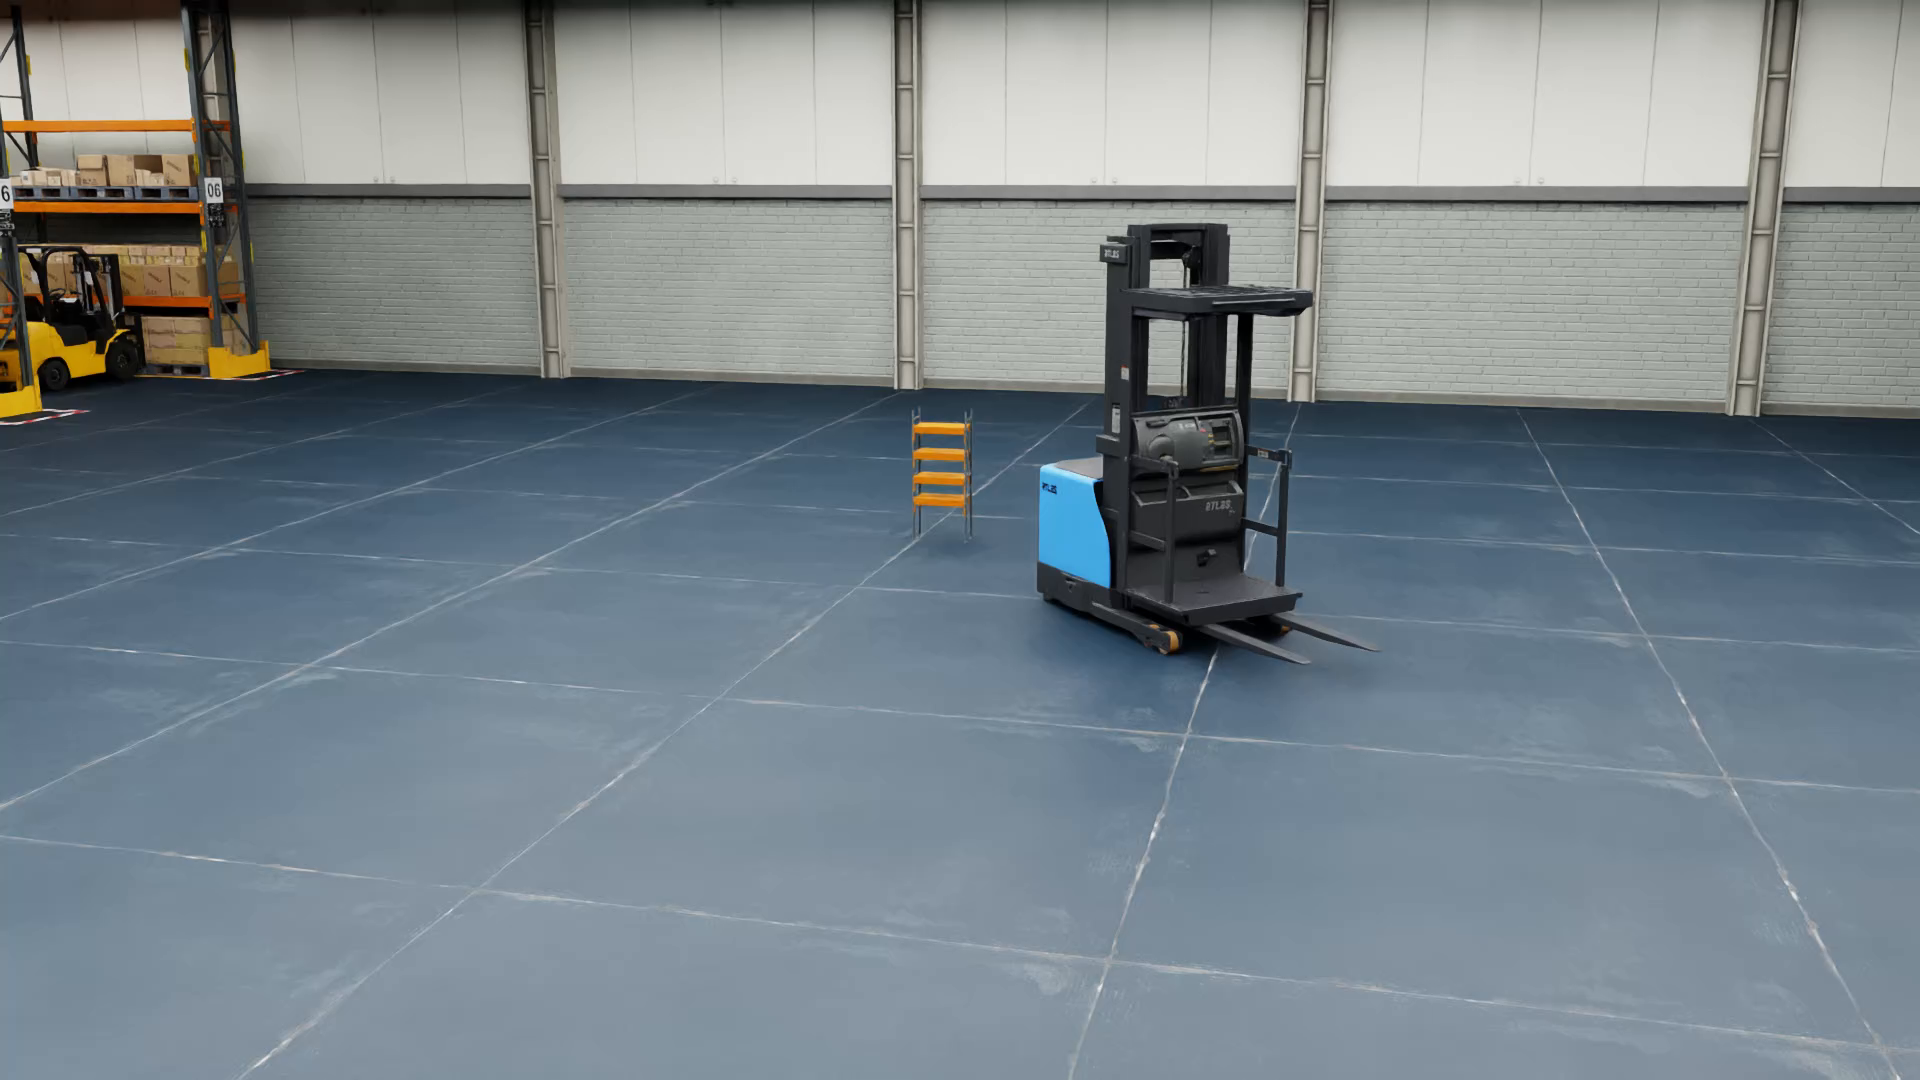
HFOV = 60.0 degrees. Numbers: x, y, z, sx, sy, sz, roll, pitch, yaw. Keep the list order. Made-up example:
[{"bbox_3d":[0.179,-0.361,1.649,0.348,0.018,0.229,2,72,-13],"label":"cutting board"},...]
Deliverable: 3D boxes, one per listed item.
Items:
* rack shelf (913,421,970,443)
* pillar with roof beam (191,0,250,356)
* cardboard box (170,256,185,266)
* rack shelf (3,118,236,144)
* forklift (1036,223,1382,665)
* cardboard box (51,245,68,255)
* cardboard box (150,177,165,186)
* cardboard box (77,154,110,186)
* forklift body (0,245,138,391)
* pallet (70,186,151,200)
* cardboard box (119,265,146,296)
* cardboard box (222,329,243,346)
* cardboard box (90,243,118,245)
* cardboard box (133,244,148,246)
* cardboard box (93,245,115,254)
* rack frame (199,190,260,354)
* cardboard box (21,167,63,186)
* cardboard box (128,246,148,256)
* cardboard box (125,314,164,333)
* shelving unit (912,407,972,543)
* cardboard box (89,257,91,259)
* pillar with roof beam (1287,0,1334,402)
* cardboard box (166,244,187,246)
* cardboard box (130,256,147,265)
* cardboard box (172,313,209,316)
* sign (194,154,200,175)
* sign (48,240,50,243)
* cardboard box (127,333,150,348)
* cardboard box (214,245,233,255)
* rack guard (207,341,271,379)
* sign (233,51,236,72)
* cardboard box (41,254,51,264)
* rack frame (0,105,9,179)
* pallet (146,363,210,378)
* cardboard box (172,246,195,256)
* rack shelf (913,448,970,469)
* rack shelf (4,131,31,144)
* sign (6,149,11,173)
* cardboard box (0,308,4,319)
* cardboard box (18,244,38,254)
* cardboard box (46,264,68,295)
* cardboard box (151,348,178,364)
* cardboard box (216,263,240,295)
[{"bbox_3d":[-0.161,-0.978,15.057,0.480,0.148,0.258,3,13,14],"label":"rack shelf"},{"bbox_3d":[-13.479,-6.474,23.638,0.548,9.000,9.100,3,13,14],"label":"pillar with roof beam"},{"bbox_3d":[-12.646,-4.556,27.117,0.250,0.149,0.380,3,13,14],"label":"cardboard box"},{"bbox_3d":[-13.929,-6.711,27.290,4.000,0.370,1.077,3,13,14],"label":"rack shelf"},{"bbox_3d":[1.758,-0.743,11.815,1.130,2.935,3.031,-7,14,-28],"label":"forklift"},{"bbox_3d":[-14.882,-4.823,27.633,0.250,0.149,0.380,3,13,15],"label":"cardboard box"},{"bbox_3d":[-12.865,-5.799,26.903,0.250,0.149,0.380,3,13,12],"label":"cardboard box"},{"bbox_3d":[-14.005,-6.078,27.338,0.637,0.503,0.797,3,13,15],"label":"cardboard box"},{"bbox_3d":[-14.266,-3.525,26.157,1.214,2.155,2.313,3,13,14],"label":"forklift body"},{"bbox_3d":[-13.856,-5.751,27.509,1.213,0.211,1.003,3,13,14],"label":"pallet"},{"bbox_3d":[-13.527,-4.299,27.456,0.500,0.500,0.500,3,13,12],"label":"cardboard box"},{"bbox_3d":[-12.394,-3.400,27.856,0.500,0.250,0.500,3,13,15],"label":"cardboard box"},{"bbox_3d":[-14.490,-4.940,28.159,0.250,0.149,0.380,3,13,13],"label":"cardboard box"},{"bbox_3d":[-13.757,-4.884,27.907,0.250,0.149,0.380,3,13,14],"label":"cardboard box"},{"bbox_3d":[-14.117,-4.805,27.550,0.250,0.149,0.380,3,13,14],"label":"cardboard box"},{"bbox_3d":[-11.988,-4.225,27.351,0.127,3.000,1.000,3,13,14],"label":"rack frame"},{"bbox_3d":[-15.122,-6.013,27.489,0.500,0.311,0.500,3,13,15],"label":"cardboard box"},{"bbox_3d":[-13.397,-4.743,27.270,0.250,0.149,0.380,3,13,15],"label":"cardboard box"},{"bbox_3d":[-13.499,-3.583,27.529,0.500,0.250,0.500,3,13,14],"label":"cardboard box"},{"bbox_3d":[-0.161,-0.594,15.143,0.503,1.200,0.258,3,13,14],"label":"shelving unit"},{"bbox_3d":[-14.389,-4.654,27.555,0.250,0.149,0.380,3,13,12],"label":"cardboard box"},{"bbox_3d":[3.997,-5.540,19.427,0.400,9.000,9.100,3,13,14],"label":"pillar with roof beam"},{"bbox_3d":[-13.005,-4.845,27.732,0.250,0.149,0.380,3,13,14],"label":"cardboard box"},{"bbox_3d":[-13.392,-4.602,27.322,0.250,0.149,0.380,3,13,12],"label":"cardboard box"},{"bbox_3d":[-12.895,-3.665,27.900,0.500,0.250,0.500,3,13,14],"label":"cardboard box"},{"bbox_3d":[-12.131,-5.969,26.427,0.005,0.325,0.100,3,13,14],"label":"sign"},{"bbox_3d":[-15.740,-5.010,28.710,0.005,0.325,0.100,3,13,14],"label":"sign"},{"bbox_3d":[-13.526,-3.342,27.595,0.500,0.250,0.500,3,13,12],"label":"cardboard box"},{"bbox_3d":[-12.262,-4.798,27.518,0.250,0.149,0.380,3,13,12],"label":"cardboard box"},{"bbox_3d":[-11.964,-3.003,27.616,0.348,0.500,1.175,3,13,14],"label":"rack guard"},{"bbox_3d":[-11.848,-7.803,27.107,0.005,0.325,0.100,3,13,14],"label":"sign"},{"bbox_3d":[-15.113,-4.705,27.788,0.250,0.149,0.380,3,13,13],"label":"cardboard box"},{"bbox_3d":[-13.173,-6.110,21.995,0.127,3.000,1.000,3,13,14],"label":"rack frame"},{"bbox_3d":[-12.740,-2.894,27.792,1.213,0.211,1.003,3,13,14],"label":"pallet"},{"bbox_3d":[-12.633,-4.716,27.150,0.250,0.149,0.380,3,13,14],"label":"cardboard box"},{"bbox_3d":[-0.161,-0.747,15.109,0.480,0.148,0.258,3,13,14],"label":"rack shelf"},{"bbox_3d":[-17.813,-6.918,28.226,4.000,0.370,1.077,3,13,14],"label":"rack shelf"},{"bbox_3d":[-13.043,-5.186,22.740,0.005,0.325,0.100,3,13,14],"label":"sign"},{"bbox_3d":[-13.453,-3.119,22.948,0.250,0.149,0.380,3,13,14],"label":"cardboard box"},{"bbox_3d":[-15.633,-4.864,27.817,0.250,0.149,0.380,3,13,15],"label":"cardboard box"},{"bbox_3d":[-14.993,-4.380,27.818,0.500,0.500,0.500,3,13,15],"label":"cardboard box"},{"bbox_3d":[-13.000,-3.073,27.539,0.500,0.250,0.500,3,13,14],"label":"cardboard box"},{"bbox_3d":[-12.402,-4.358,27.719,0.500,0.500,0.500,3,13,15],"label":"cardboard box"}]
